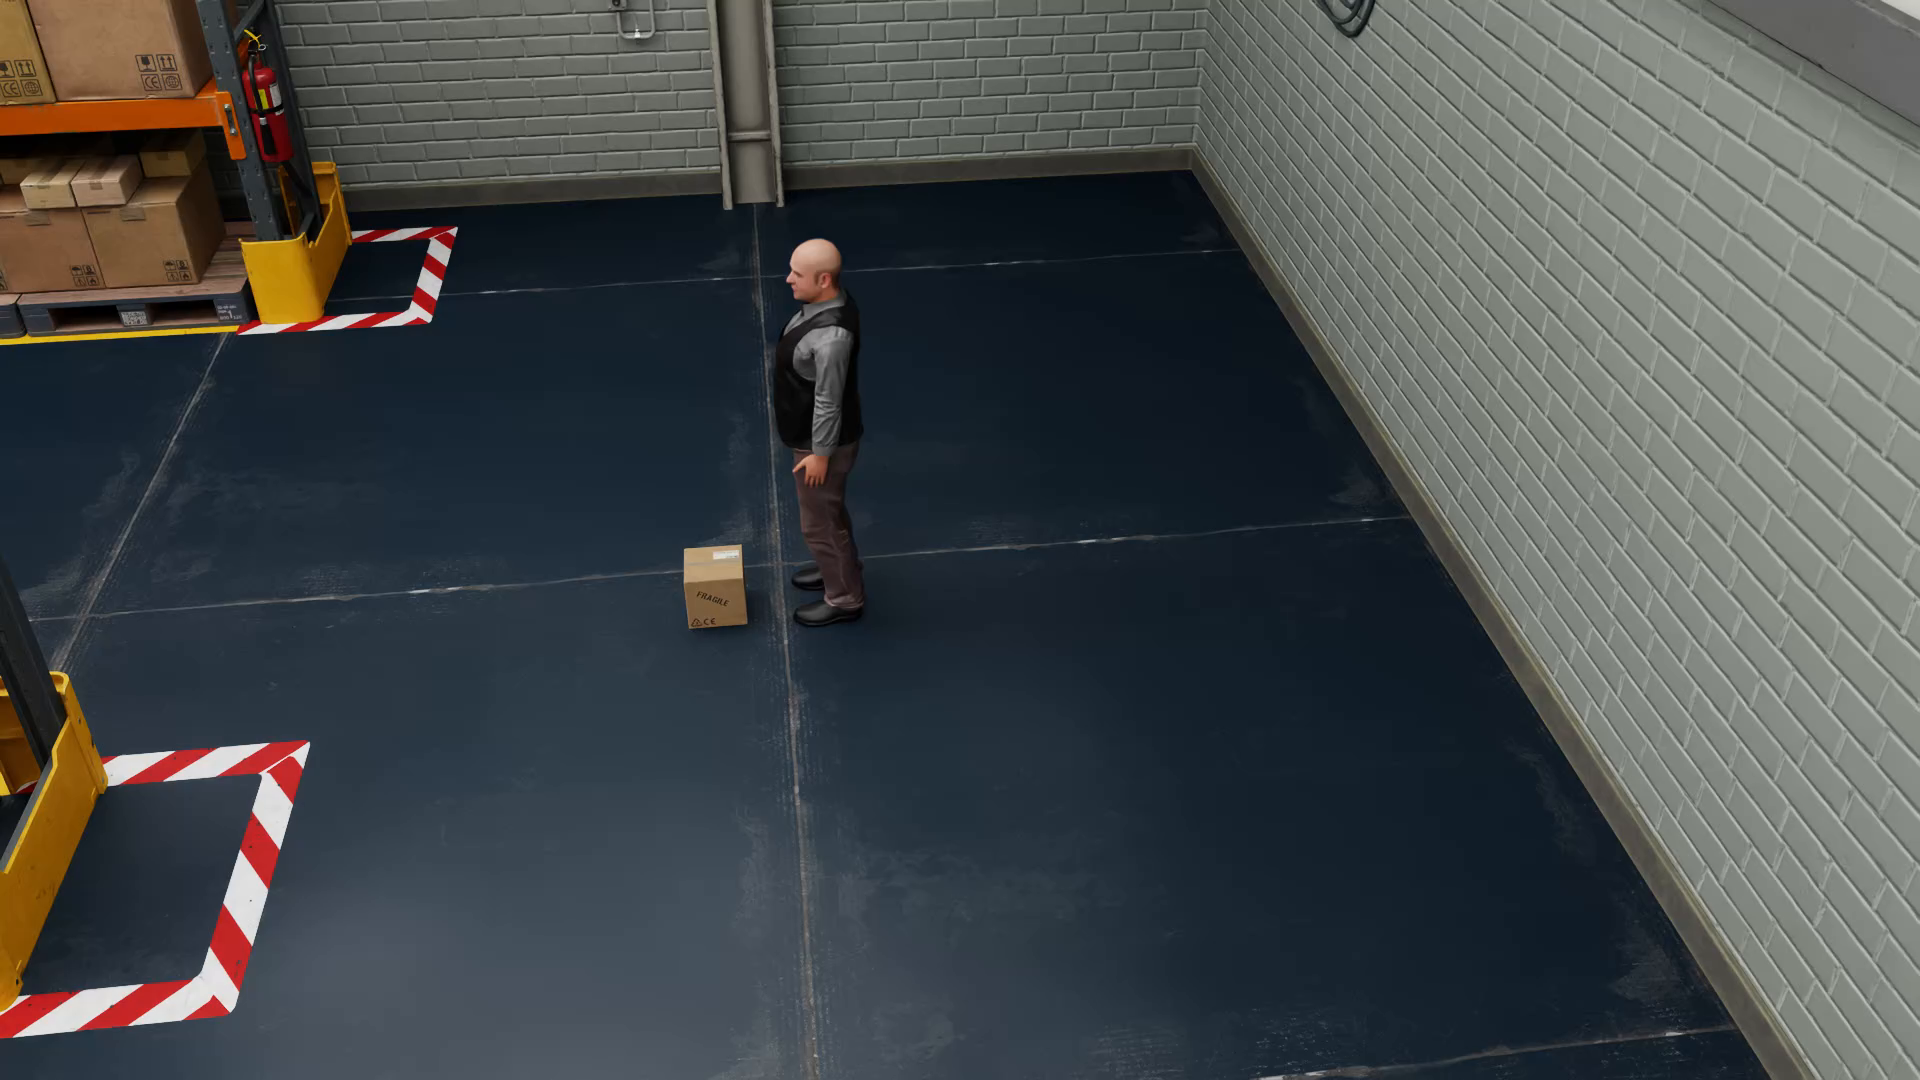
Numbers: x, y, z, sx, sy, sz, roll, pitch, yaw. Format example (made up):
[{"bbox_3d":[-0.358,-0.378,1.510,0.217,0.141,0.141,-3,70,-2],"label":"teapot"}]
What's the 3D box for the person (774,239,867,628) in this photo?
[{"bbox_3d":[-0.569,-0.428,6.792,0.360,1.716,0.532,-4,35,-5],"label":"person"}]
